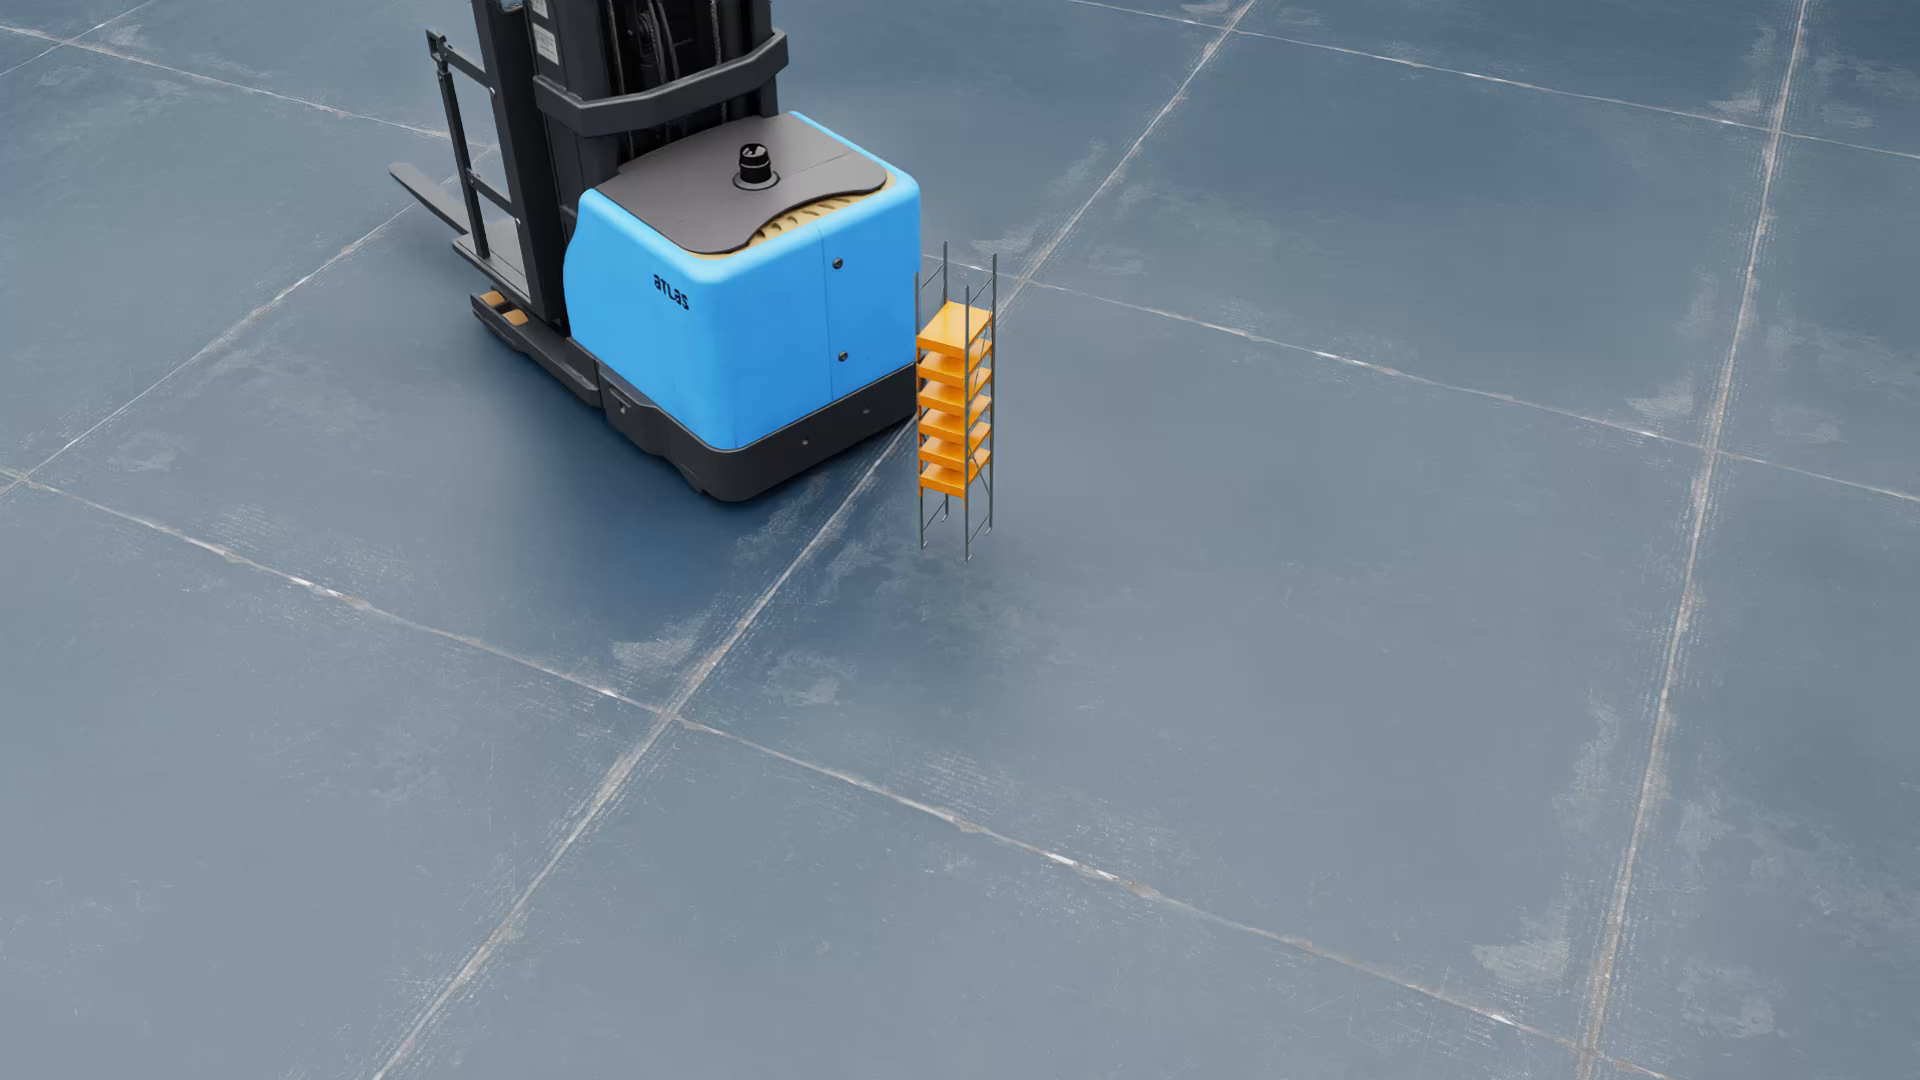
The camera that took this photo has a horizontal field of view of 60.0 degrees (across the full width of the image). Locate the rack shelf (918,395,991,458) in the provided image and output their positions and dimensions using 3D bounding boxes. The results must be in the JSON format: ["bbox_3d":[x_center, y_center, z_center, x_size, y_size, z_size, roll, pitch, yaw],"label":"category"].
[{"bbox_3d":[-0.013,-0.424,5.891,0.180,0.103,0.258,17,44,19],"label":"rack shelf"}]

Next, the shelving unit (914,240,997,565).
[{"bbox_3d":[-0.013,-0.457,5.862,0.189,1.200,0.258,17,44,19],"label":"shelving unit"}]

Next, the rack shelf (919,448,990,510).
[{"bbox_3d":[-0.013,-0.242,6.048,0.180,0.103,0.258,17,44,19],"label":"rack shelf"}]

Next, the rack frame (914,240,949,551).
[{"bbox_3d":[-0.096,-0.483,5.891,0.006,1.200,0.240,17,44,19],"label":"rack frame"}]

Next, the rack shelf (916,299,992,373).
[{"bbox_3d":[-0.013,-0.696,5.655,0.180,0.103,0.258,17,44,19],"label":"rack shelf"}]

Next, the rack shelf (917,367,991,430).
[{"bbox_3d":[-0.013,-0.514,5.812,0.180,0.103,0.258,17,44,19],"label":"rack shelf"}]

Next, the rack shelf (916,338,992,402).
[{"bbox_3d":[-0.013,-0.605,5.734,0.180,0.103,0.258,17,44,19],"label":"rack shelf"}]

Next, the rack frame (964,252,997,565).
[{"bbox_3d":[0.070,-0.432,5.832,0.006,1.200,0.240,17,44,19],"label":"rack frame"}]

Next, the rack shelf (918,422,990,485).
[{"bbox_3d":[-0.013,-0.333,5.969,0.180,0.103,0.258,17,44,19],"label":"rack shelf"}]

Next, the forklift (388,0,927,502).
[{"bbox_3d":[-1.488,-2.136,6.477,1.130,2.935,3.031,-30,49,-30],"label":"forklift"}]
